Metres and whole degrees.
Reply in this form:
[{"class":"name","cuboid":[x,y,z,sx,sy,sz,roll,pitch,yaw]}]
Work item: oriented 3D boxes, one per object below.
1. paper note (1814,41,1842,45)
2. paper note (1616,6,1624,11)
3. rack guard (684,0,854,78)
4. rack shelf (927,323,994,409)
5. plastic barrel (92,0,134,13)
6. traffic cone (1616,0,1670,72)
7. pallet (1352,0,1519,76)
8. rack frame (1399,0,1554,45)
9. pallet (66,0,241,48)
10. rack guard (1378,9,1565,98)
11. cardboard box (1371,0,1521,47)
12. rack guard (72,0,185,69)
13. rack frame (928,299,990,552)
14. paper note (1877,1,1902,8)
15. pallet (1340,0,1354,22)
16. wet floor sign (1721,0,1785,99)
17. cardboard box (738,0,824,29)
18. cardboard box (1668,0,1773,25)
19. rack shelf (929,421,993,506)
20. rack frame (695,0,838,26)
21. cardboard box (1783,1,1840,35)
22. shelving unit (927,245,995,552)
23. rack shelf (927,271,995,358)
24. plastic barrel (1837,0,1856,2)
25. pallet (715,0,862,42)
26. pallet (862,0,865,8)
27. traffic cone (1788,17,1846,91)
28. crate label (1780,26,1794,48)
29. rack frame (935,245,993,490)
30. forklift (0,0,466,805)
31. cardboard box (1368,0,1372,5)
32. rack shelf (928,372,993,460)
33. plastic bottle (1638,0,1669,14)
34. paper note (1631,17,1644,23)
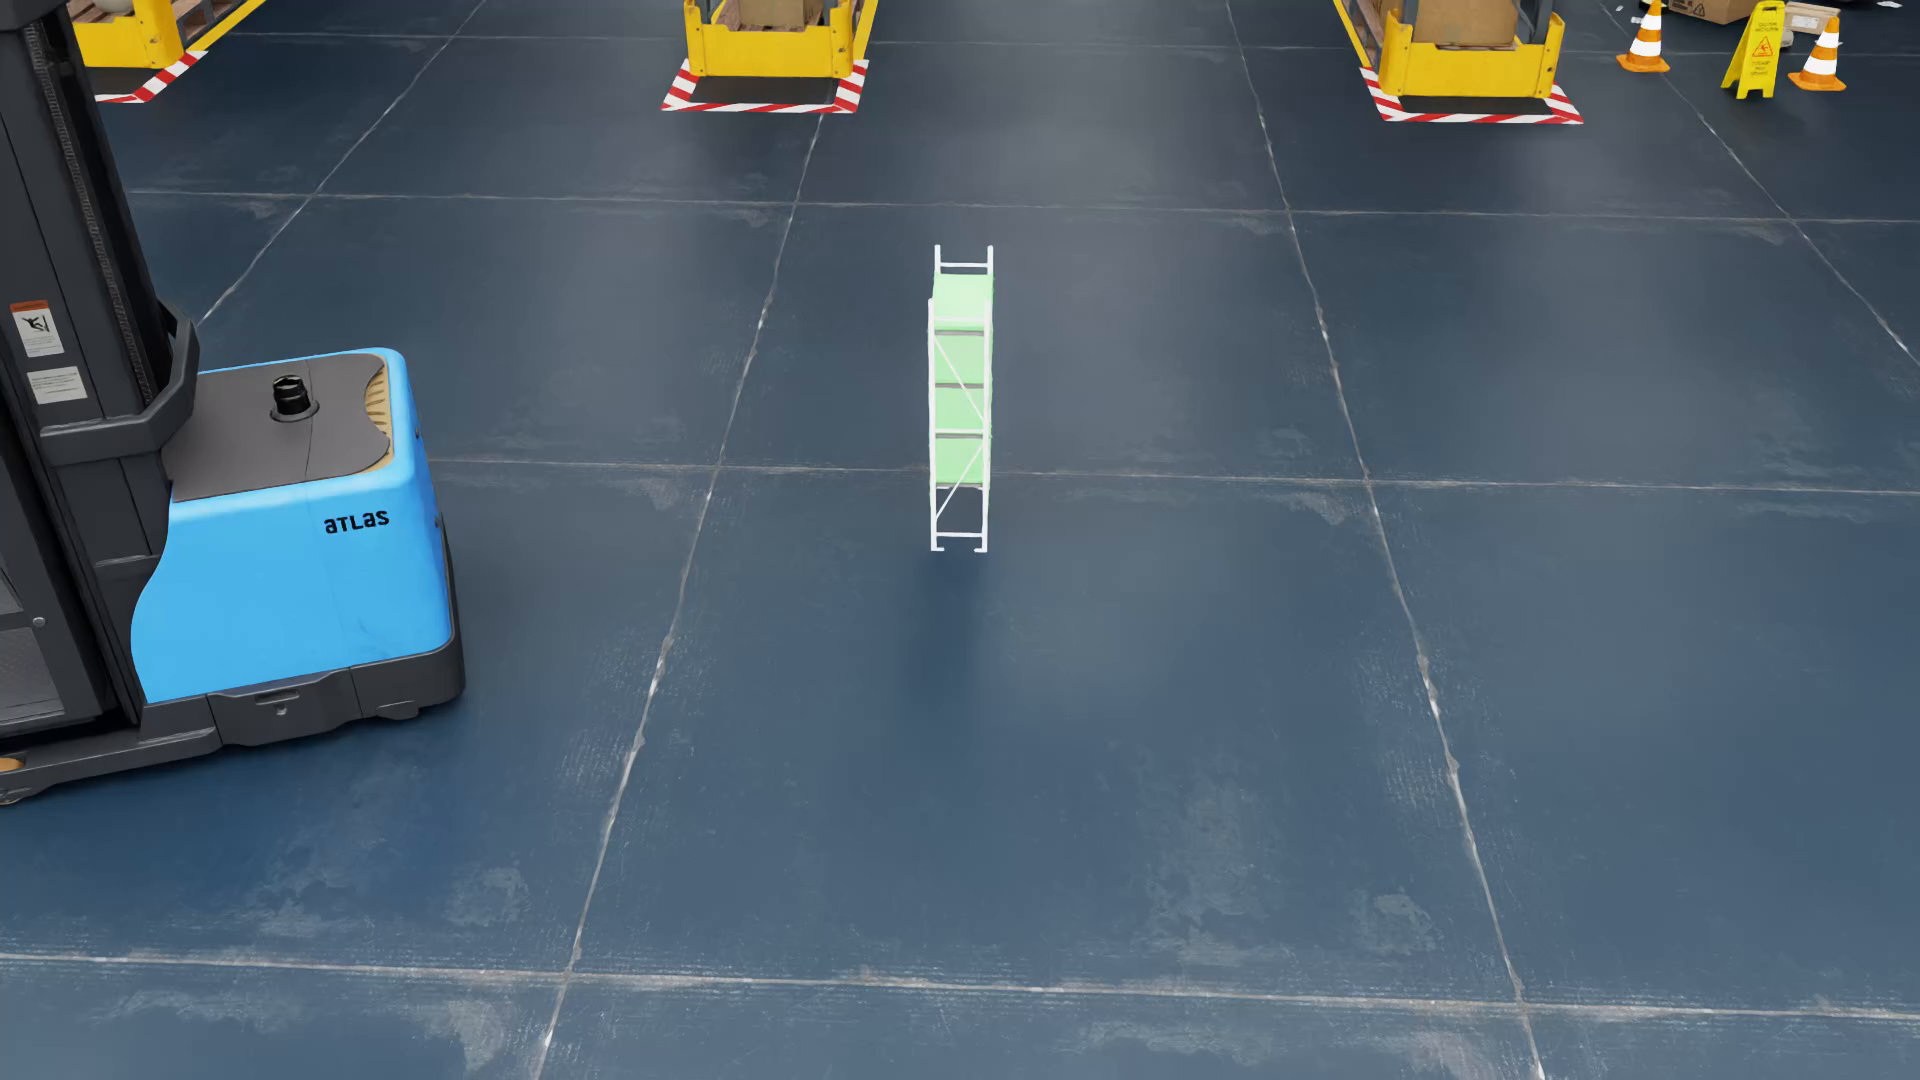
[{"class":"paper note","cuboid":[6.577,-3.771,12.589,0.148,0.019,0.142,-10,36,-14]},{"class":"paper note","cuboid":[5.271,-4.250,13.289,0.032,0.001,0.123,20,40,26]},{"class":"rack guard","cuboid":[-1.371,-3.647,12.004,1.175,0.500,0.348,1,35,2]},{"class":"rack shelf","cuboid":[0.007,-0.730,6.939,0.258,0.148,0.480,1,35,2]},{"class":"plastic barrel","cuboid":[-6.373,-4.274,12.521,0.421,0.512,0.421,0,35,0]},{"class":"traffic cone","cuboid":[5.018,-3.687,12.094,0.336,0.463,0.334,1,35,2]},{"class":"pallet","cuboid":[3.532,-3.773,12.436,1.003,0.211,1.213,1,35,2]},{"class":"rack frame","cuboid":[3.578,-4.453,10.977,1.000,3.000,0.127,1,35,2]},{"class":"pallet","cuboid":[-6.329,-4.111,12.915,1.003,0.211,1.213,1,35,2]},{"class":"rack guard","cuboid":[3.577,-3.417,11.677,1.175,0.500,0.348,1,35,2]},{"class":"cardboard box","cuboid":[3.539,-4.147,12.024,0.875,0.875,0.875,2,35,2]},{"class":"rack guard","cuboid":[-6.367,-3.762,12.168,1.175,0.500,0.348,1,35,2]},{"class":"rack frame","cuboid":[-0.003,-0.446,6.841,0.240,1.200,0.015,1,35,2]},{"class":"paper note","cuboid":[7.471,-4.306,13.350,0.142,0.019,0.148,-10,36,-14]},{"class":"pallet","cuboid":[3.584,-4.472,13.430,1.003,0.211,1.213,1,35,2]},{"class":"wet floor sign","cuboid":[5.555,-3.427,11.566,0.267,0.644,0.232,-4,35,-6]},{"class":"cardboard box","cuboid":[-1.332,-4.133,12.331,0.500,0.500,0.500,8,36,11]},{"class":"cardboard box","cuboid":[6.069,-4.443,13.134,0.797,0.503,0.637,-24,42,-30]},{"class":"rack shelf","cuboid":[0.007,-0.337,7.215,0.258,0.148,0.480,1,35,2]},{"class":"rack frame","cuboid":[-1.374,-4.626,11.223,1.000,3.000,0.127,1,35,2]},{"class":"cardboard box","cuboid":[6.562,-4.030,12.854,0.380,0.149,0.250,20,40,26]},{"class":"shelving unit","cuboid":[0.007,-0.586,7.040,0.258,1.200,0.503,1,35,2]},{"class":"rack shelf","cuboid":[0.007,-0.926,6.801,0.258,0.148,0.480,1,35,2]},{"class":"plastic barrel","cuboid":[7.098,-4.564,13.376,0.512,0.421,0.421,28,44,33]},{"class":"pallet","cuboid":[-1.303,-3.994,12.750,1.003,0.211,1.213,1,35,2]},{"class":"pallet","cuboid":[-1.251,-4.693,13.745,1.003,0.211,1.213,1,35,2]},{"class":"traffic cone","cuboid":[6.134,-3.466,11.779,0.336,0.463,0.334,1,35,2]},{"class":"crate label","cuboid":[6.103,-3.786,12.518,0.250,0.136,0.298,-17,38,-22]},{"class":"rack frame","cuboid":[0.016,-0.726,7.240,0.240,1.200,0.015,1,35,2]},{"class":"forklift","cuboid":[-3.460,-0.566,5.507,3.031,2.935,1.130,-10,36,-14]},{"class":"cardboard box","cuboid":[3.573,-4.652,12.744,0.875,0.875,0.875,1,35,1]},{"class":"rack shelf","cuboid":[0.007,-0.534,7.077,0.258,0.148,0.480,1,35,2]},{"class":"plastic bottle","cuboid":[5.512,-4.262,13.261,0.133,0.061,0.283,-10,36,-14]},{"class":"paper note","cuboid":[5.336,-4.075,13.024,0.144,0.017,0.142,13,37,18]}]
